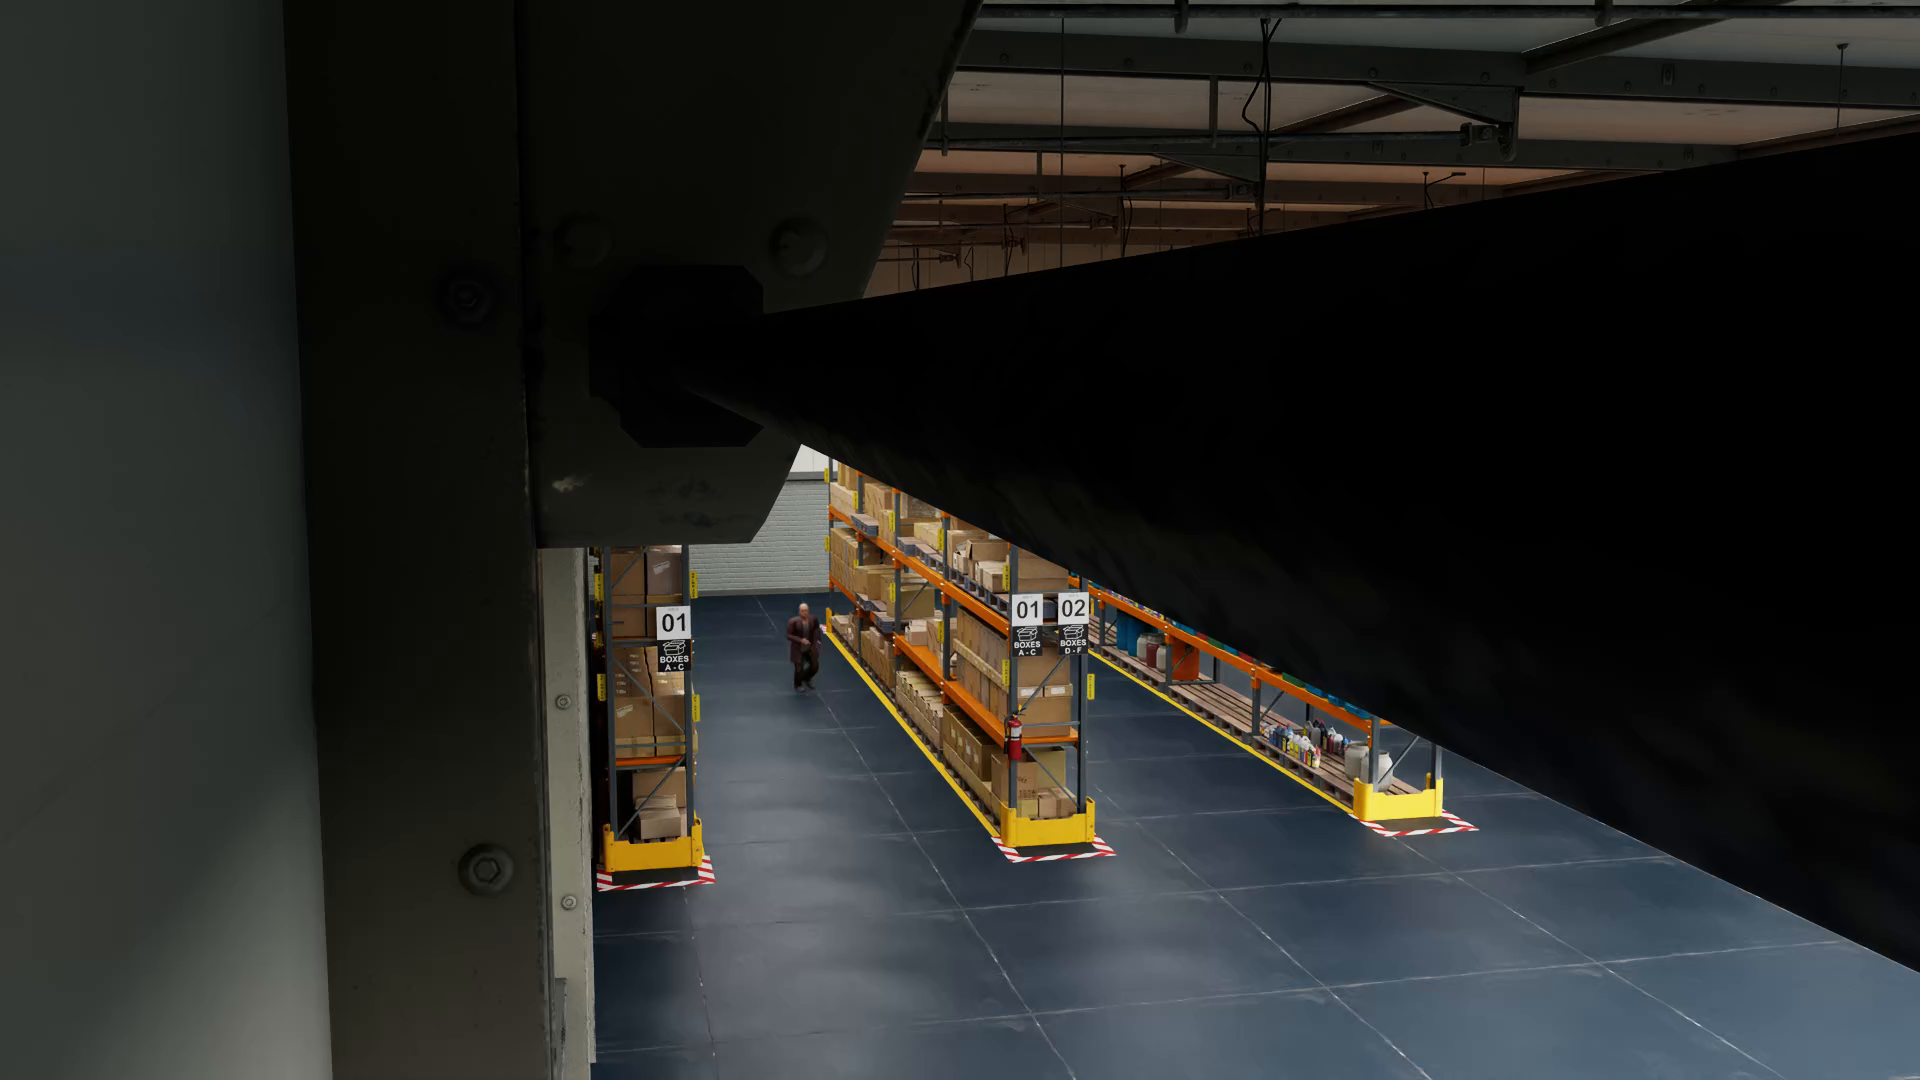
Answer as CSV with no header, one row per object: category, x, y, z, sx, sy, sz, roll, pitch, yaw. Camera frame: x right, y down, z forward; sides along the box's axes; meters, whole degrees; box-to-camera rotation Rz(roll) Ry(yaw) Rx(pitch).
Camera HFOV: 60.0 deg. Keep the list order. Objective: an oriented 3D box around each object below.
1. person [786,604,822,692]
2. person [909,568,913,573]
person,-2.809,1.953,29.959,0.700,1.666,0.855,-3,7,-22
person,-1.244,1.081,37.335,0.551,1.715,0.848,-6,9,-42
